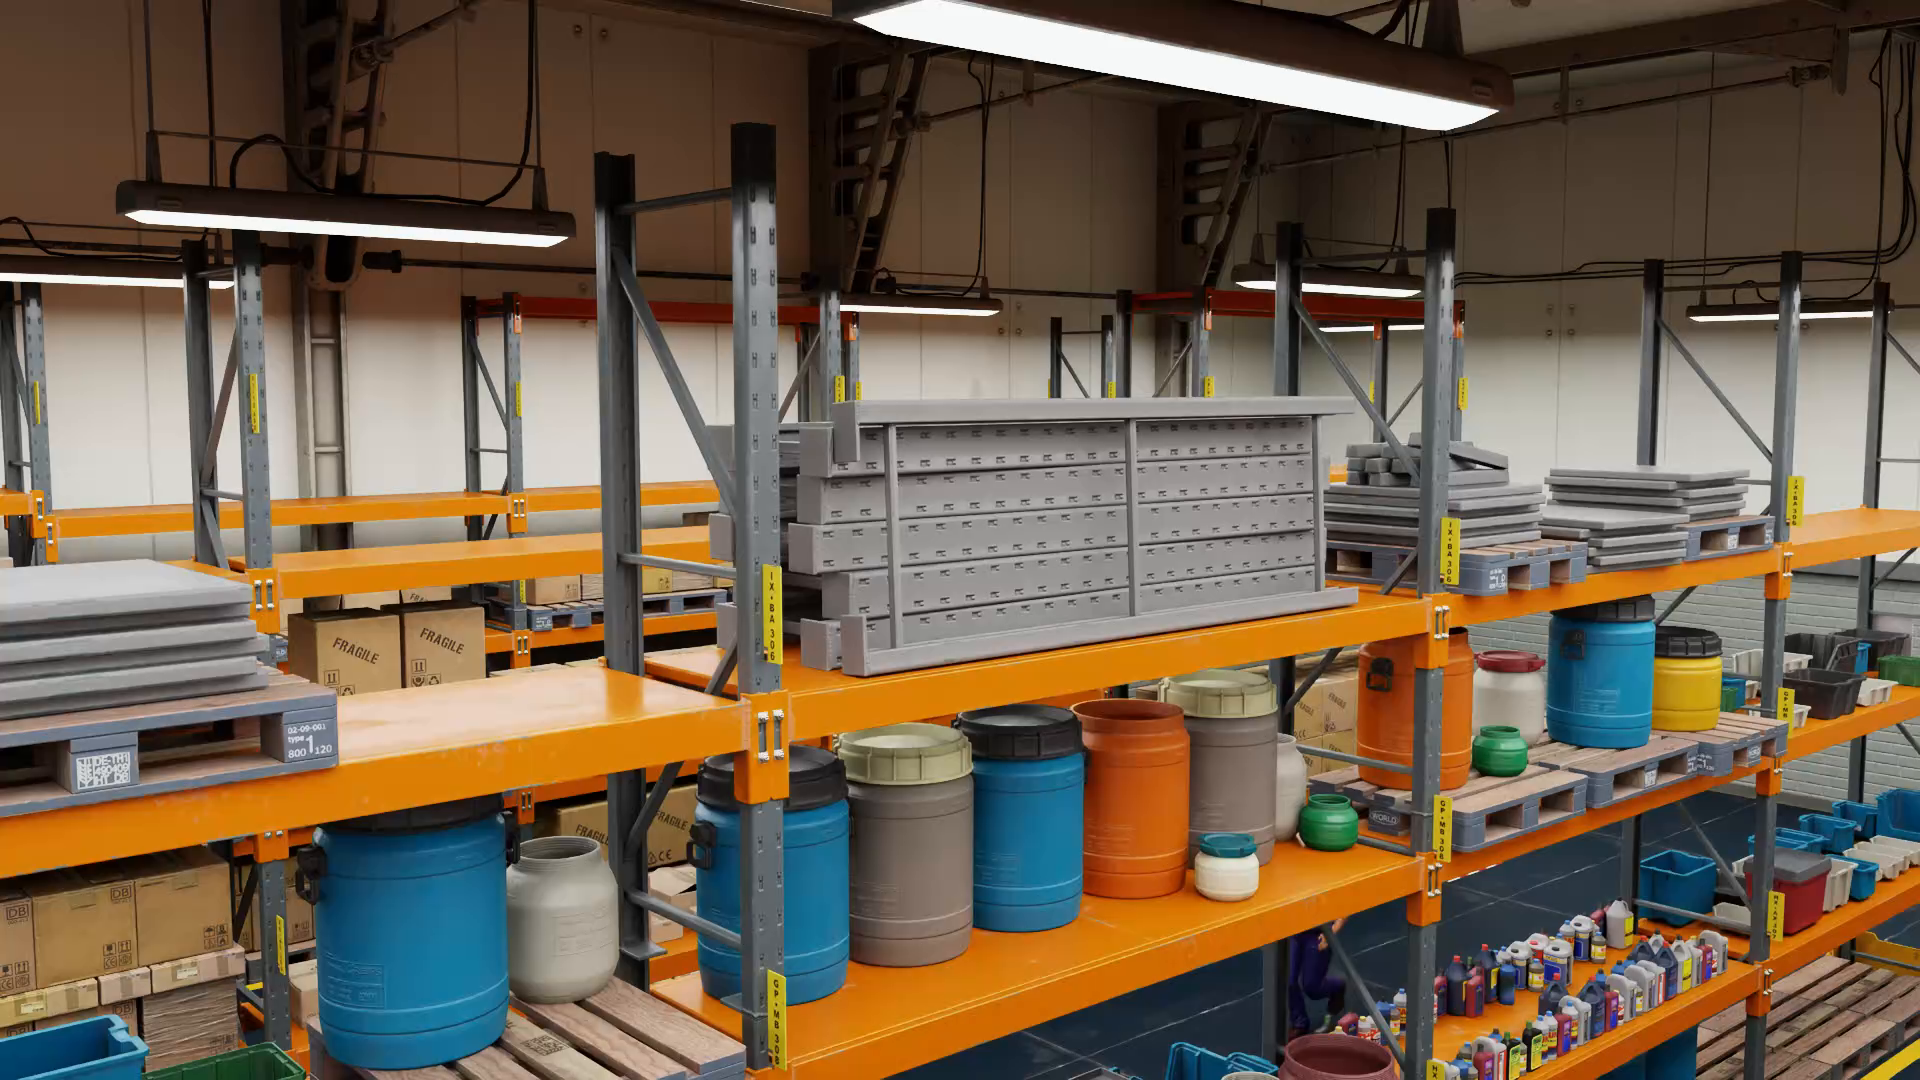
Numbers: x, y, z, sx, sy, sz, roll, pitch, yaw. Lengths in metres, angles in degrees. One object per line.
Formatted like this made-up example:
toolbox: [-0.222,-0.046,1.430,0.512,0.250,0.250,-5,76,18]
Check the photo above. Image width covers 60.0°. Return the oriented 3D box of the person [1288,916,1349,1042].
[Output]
person: [2.776,3.134,13.170,0.650,1.595,0.654,5,7,41]
